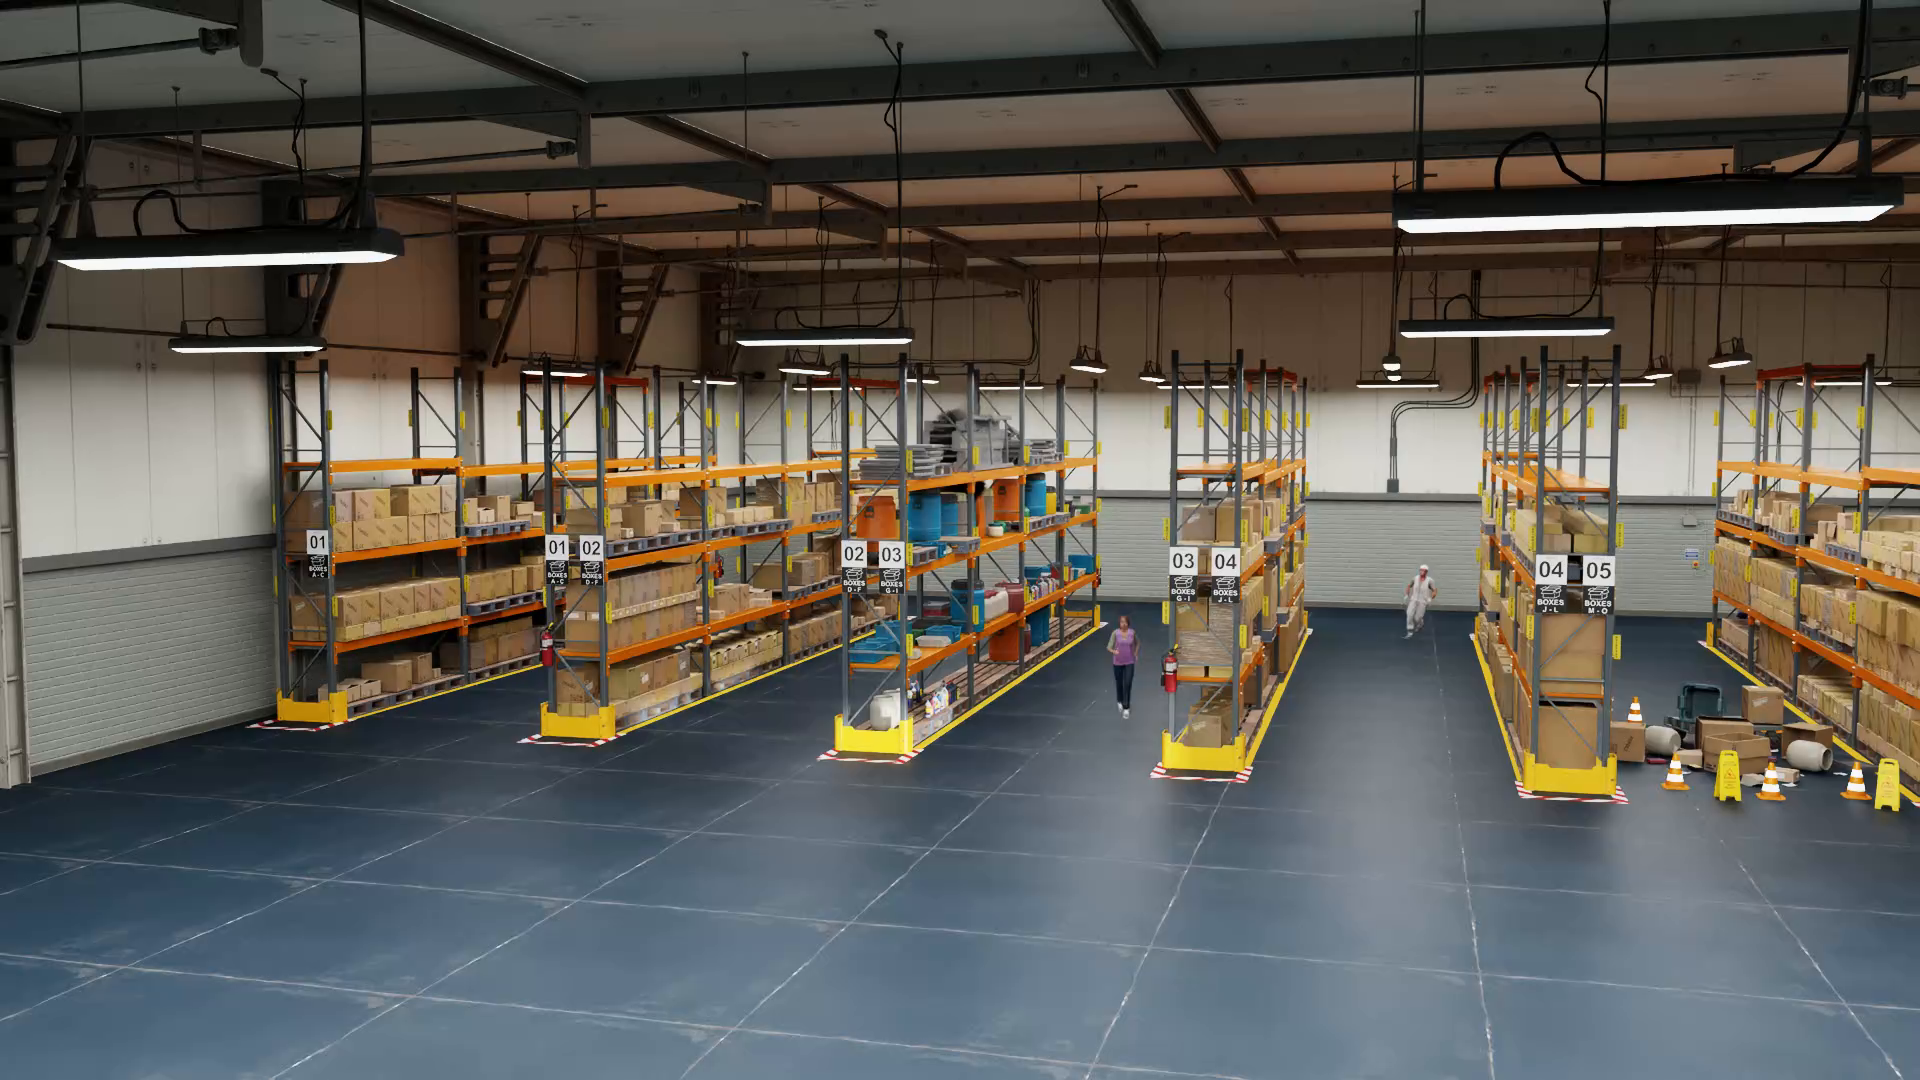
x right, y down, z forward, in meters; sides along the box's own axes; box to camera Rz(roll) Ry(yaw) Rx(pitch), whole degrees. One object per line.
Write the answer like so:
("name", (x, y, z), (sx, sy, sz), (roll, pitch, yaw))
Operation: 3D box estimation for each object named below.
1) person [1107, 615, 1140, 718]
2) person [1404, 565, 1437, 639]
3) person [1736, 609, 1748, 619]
("person", (2.613, 1.992, 26.513), (0.540, 1.598, 0.798), (0, 4, 3))
("person", (10.545, 1.414, 38.051), (0.705, 1.718, 0.580), (3, 5, 33))
("person", (17.925, 1.495, 37.882), (0.684, 1.570, 0.607), (-3, 5, -34))
